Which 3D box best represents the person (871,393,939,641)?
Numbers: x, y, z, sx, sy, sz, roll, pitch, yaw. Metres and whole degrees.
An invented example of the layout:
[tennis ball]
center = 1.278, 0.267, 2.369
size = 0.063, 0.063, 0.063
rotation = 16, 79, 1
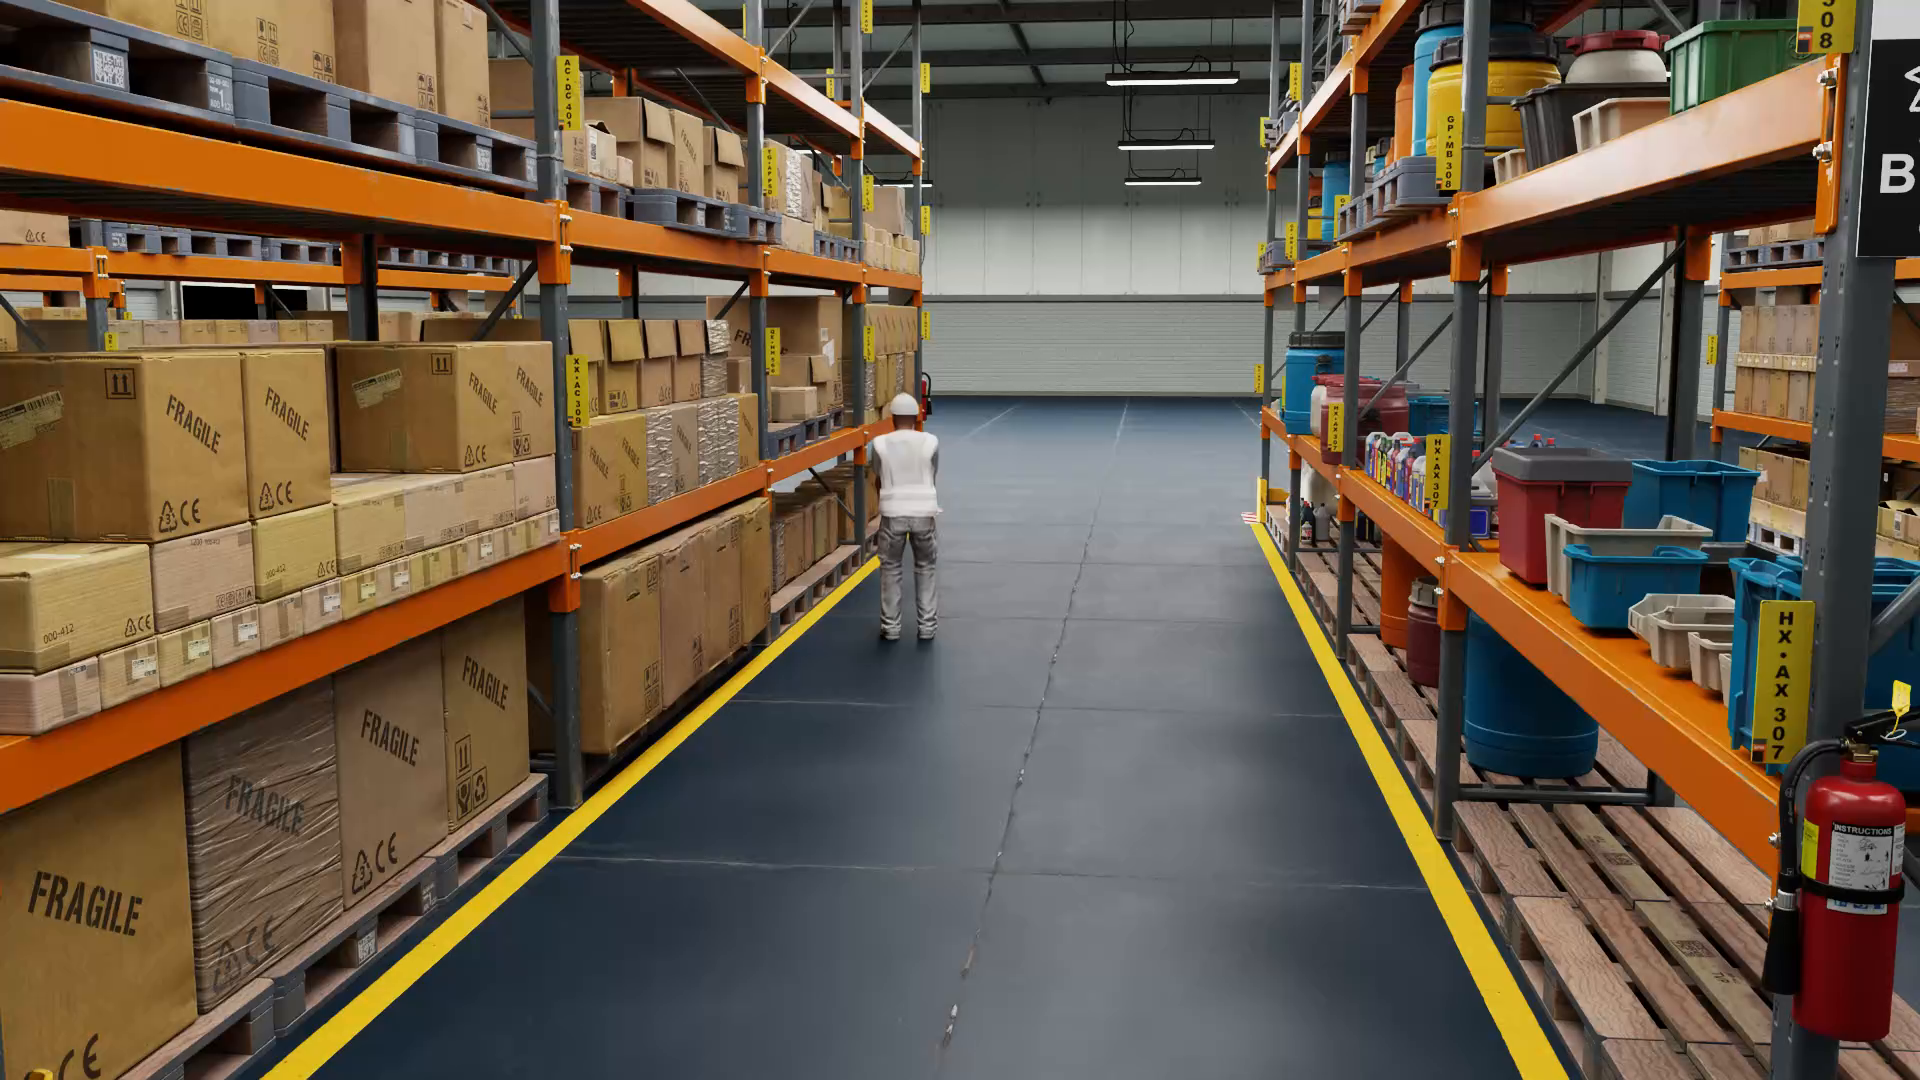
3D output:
[person]
center = -0.403, -0.181, 12.109
size = 0.492, 1.777, 0.577
rotation = -1, 8, -6
